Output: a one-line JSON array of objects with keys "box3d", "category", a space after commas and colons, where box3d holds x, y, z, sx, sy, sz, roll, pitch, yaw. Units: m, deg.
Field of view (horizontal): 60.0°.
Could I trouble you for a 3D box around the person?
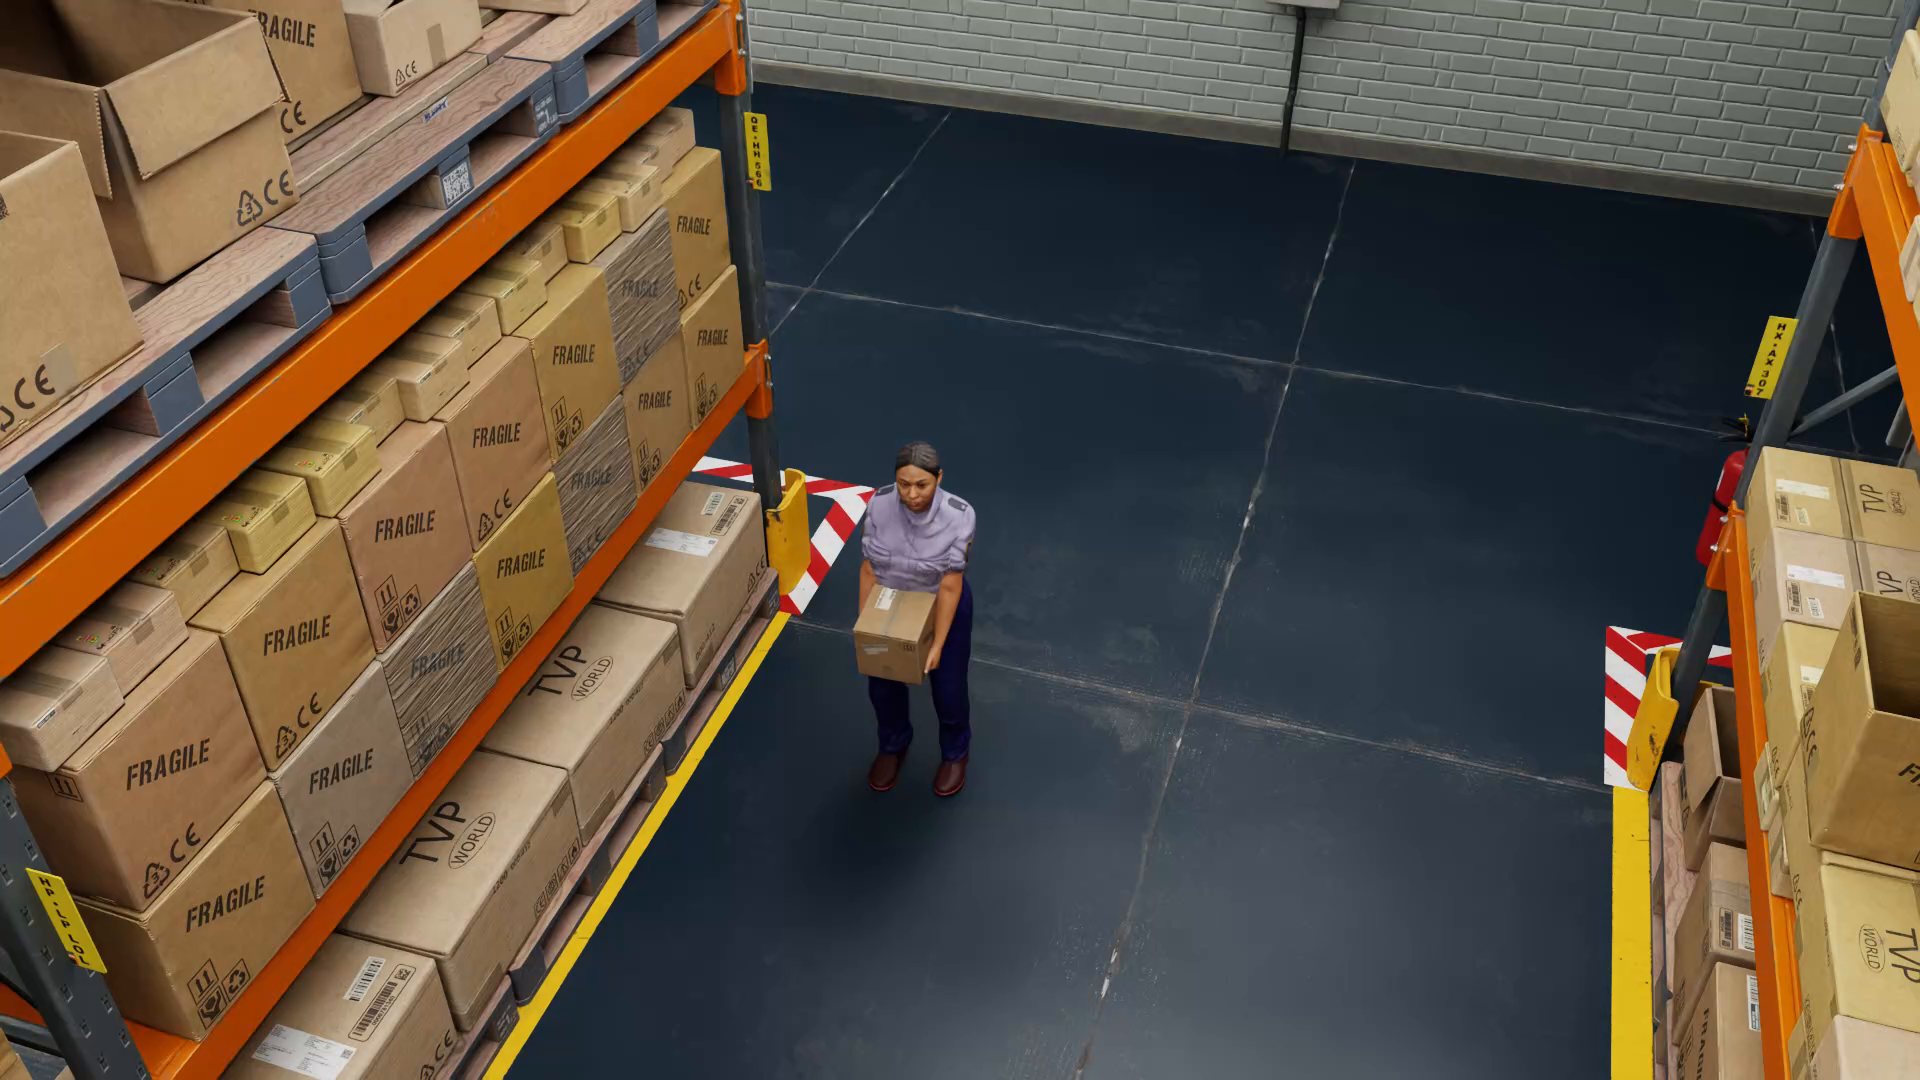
[{"box3d": [-0.172, 0.334, 6.473, 0.434, 1.645, 0.536, 10, 38, 13], "category": "person"}]
